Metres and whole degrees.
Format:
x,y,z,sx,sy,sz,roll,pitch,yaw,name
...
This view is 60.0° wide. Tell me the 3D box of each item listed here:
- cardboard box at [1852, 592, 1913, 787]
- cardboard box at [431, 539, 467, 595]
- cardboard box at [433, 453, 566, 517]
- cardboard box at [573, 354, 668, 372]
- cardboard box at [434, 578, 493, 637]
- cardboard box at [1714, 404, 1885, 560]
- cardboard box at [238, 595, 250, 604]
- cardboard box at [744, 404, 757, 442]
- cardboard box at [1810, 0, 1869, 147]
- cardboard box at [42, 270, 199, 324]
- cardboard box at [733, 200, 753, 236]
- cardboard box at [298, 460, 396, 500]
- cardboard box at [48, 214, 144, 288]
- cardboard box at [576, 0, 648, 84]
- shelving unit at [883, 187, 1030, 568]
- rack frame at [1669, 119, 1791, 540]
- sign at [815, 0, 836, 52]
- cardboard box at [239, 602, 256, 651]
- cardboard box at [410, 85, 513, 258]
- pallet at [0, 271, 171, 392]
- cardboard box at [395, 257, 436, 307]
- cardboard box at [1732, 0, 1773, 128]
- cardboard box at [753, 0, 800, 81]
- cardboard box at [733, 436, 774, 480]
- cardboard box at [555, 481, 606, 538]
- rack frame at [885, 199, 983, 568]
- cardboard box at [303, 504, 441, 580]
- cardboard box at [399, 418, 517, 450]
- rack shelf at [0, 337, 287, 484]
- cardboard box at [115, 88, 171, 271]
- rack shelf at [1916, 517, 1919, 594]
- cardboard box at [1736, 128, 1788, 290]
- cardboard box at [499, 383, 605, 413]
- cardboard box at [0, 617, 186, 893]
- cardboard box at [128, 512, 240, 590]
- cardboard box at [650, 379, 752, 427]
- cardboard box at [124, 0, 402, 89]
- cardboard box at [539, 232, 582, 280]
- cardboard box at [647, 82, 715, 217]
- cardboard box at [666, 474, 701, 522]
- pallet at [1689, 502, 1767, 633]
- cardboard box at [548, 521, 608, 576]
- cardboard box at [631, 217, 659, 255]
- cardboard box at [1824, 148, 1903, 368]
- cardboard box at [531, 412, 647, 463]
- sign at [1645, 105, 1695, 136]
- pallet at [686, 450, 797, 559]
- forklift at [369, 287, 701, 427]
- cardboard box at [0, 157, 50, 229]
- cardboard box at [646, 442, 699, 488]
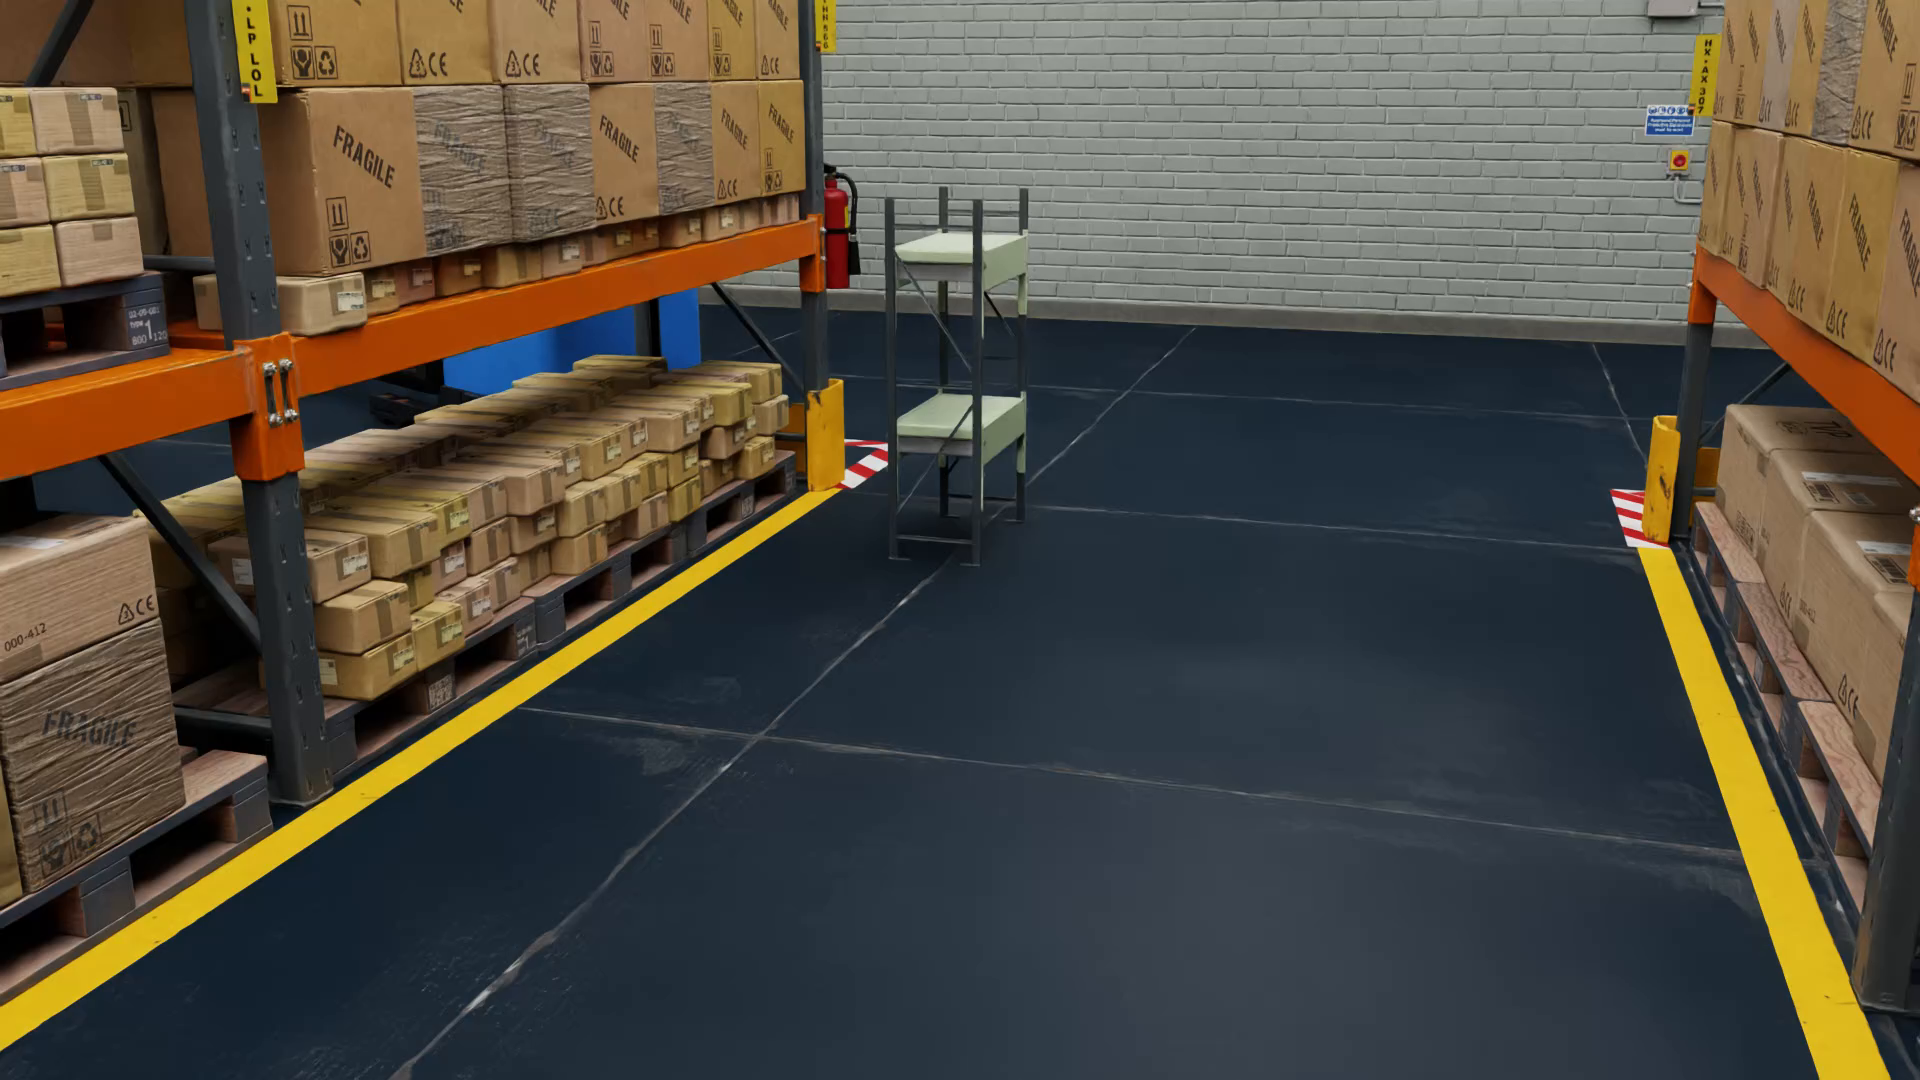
x,y,z,sx,sy,sz,roll,pitch,yaw,name
2.766,0.493,4.022,0.875,0.438,0.875,4,16,15,cardboard box
-1.860,0.077,5.470,0.380,0.149,0.250,5,16,16,cardboard box
-1.631,-0.198,5.895,0.380,0.149,0.250,5,17,17,cardboard box
-1.628,-0.792,7.989,0.380,0.149,0.250,4,16,13,cardboard box
-1.782,0.221,5.508,0.380,0.149,0.250,5,16,16,cardboard box
3.529,-0.218,6.525,0.875,0.438,0.875,4,16,14,cardboard box
-2.441,0.108,5.361,0.380,0.149,0.250,4,16,13,cardboard box
-1.156,-0.535,7.629,0.380,0.149,0.250,4,16,15,cardboard box
2.641,-1.322,4.478,0.500,0.500,0.500,5,17,17,cardboard box
-2.434,-0.712,4.801,0.380,0.149,0.250,4,16,15,cardboard box
-1.139,-1.429,7.331,0.380,0.149,0.250,4,16,15,cardboard box
-2.192,-0.167,5.786,0.380,0.149,0.250,5,17,18,cardboard box
-2.213,-0.701,3.996,0.380,0.149,0.250,4,16,15,cardboard box
-1.476,-1.911,6.010,0.500,0.500,0.500,4,16,14,cardboard box
-0.002,-0.720,7.119,0.431,1.500,0.755,5,16,16,shelving unit
3.621,-1.429,6.869,1.000,3.000,0.127,5,16,16,rack frame
-0.627,-2.447,7.758,0.100,0.325,0.005,5,16,16,sign
-2.351,0.239,5.443,0.380,0.149,0.250,5,17,17,cardboard box
-1.774,-1.171,5.232,0.500,0.500,0.500,5,16,16,cardboard box
-2.647,-0.459,3.801,1.003,0.211,1.213,5,16,16,pallet
-1.868,-0.815,5.165,0.380,0.149,0.250,4,16,13,cardboard box
3.071,-1.719,5.876,0.500,0.500,0.500,4,16,14,cardboard box
-1.045,-2.319,7.448,0.500,0.500,0.500,4,16,15,cardboard box
-1.079,-0.388,7.653,0.380,0.149,0.250,5,17,18,cardboard box
-1.547,-0.125,6.181,0.380,0.149,0.250,4,16,15,cardboard box
-0.106,-0.624,6.781,0.400,1.500,0.023,5,16,16,rack frame
-1.859,0.002,5.189,0.380,0.149,0.250,5,17,19,cardboard box
-1.963,-0.373,6.512,0.380,0.149,0.250,5,16,16,cardboard box
-2.859,0.130,2.693,1.077,0.370,4.000,5,16,16,rack shelf
-2.424,-1.079,4.909,0.500,0.500,0.500,5,16,16,cardboard box
1.916,0.487,1.433,1.077,0.370,4.000,5,16,16,rack shelf
2.931,-1.107,5.553,0.500,0.500,0.500,5,16,16,cardboard box
-1.777,-0.583,7.253,0.380,0.149,0.250,4,16,13,cardboard box
-2.259,0.474,3.972,0.500,0.500,0.500,4,16,15,cardboard box
-2.439,0.030,5.090,0.380,0.149,0.250,5,17,17,cardboard box
-1.139,-0.606,7.332,0.380,0.149,0.250,4,16,15,cardboard box
-1.928,-1.511,4.599,0.500,0.500,0.500,5,17,17,cardboard box
-1.568,-1.016,5.874,0.380,0.149,0.250,5,17,18,cardboard box
-1.321,-1.572,6.646,0.500,0.500,0.500,5,16,16,cardboard box
-1.307,-0.188,6.950,0.380,0.149,0.250,4,16,13,cardboard box
3.469,0.128,6.491,1.003,0.211,1.213,5,16,16,pallet
-1.549,0.017,6.227,0.380,0.149,0.250,4,16,14,cardboard box
-1.426,-1.228,6.621,0.380,0.149,0.250,4,16,14,cardboard box
2.512,-0.706,4.140,0.500,0.500,0.500,4,16,15,cardboard box
-1.478,-0.408,6.635,0.380,0.149,0.250,4,16,14,cardboard box
5.172,-3.055,12.109,0.327,0.218,0.001,5,16,16,sign
-1.440,-0.215,7.700,1.003,0.211,1.213,5,16,16,pallet
-2.824,-2.152,9.546,3.031,2.935,1.130,15,21,42,forklift
-2.288,-0.775,3.712,0.380,0.149,0.250,5,17,16,cardboard box
-1.311,-0.327,6.894,0.380,0.149,0.250,5,17,17,cardboard box
